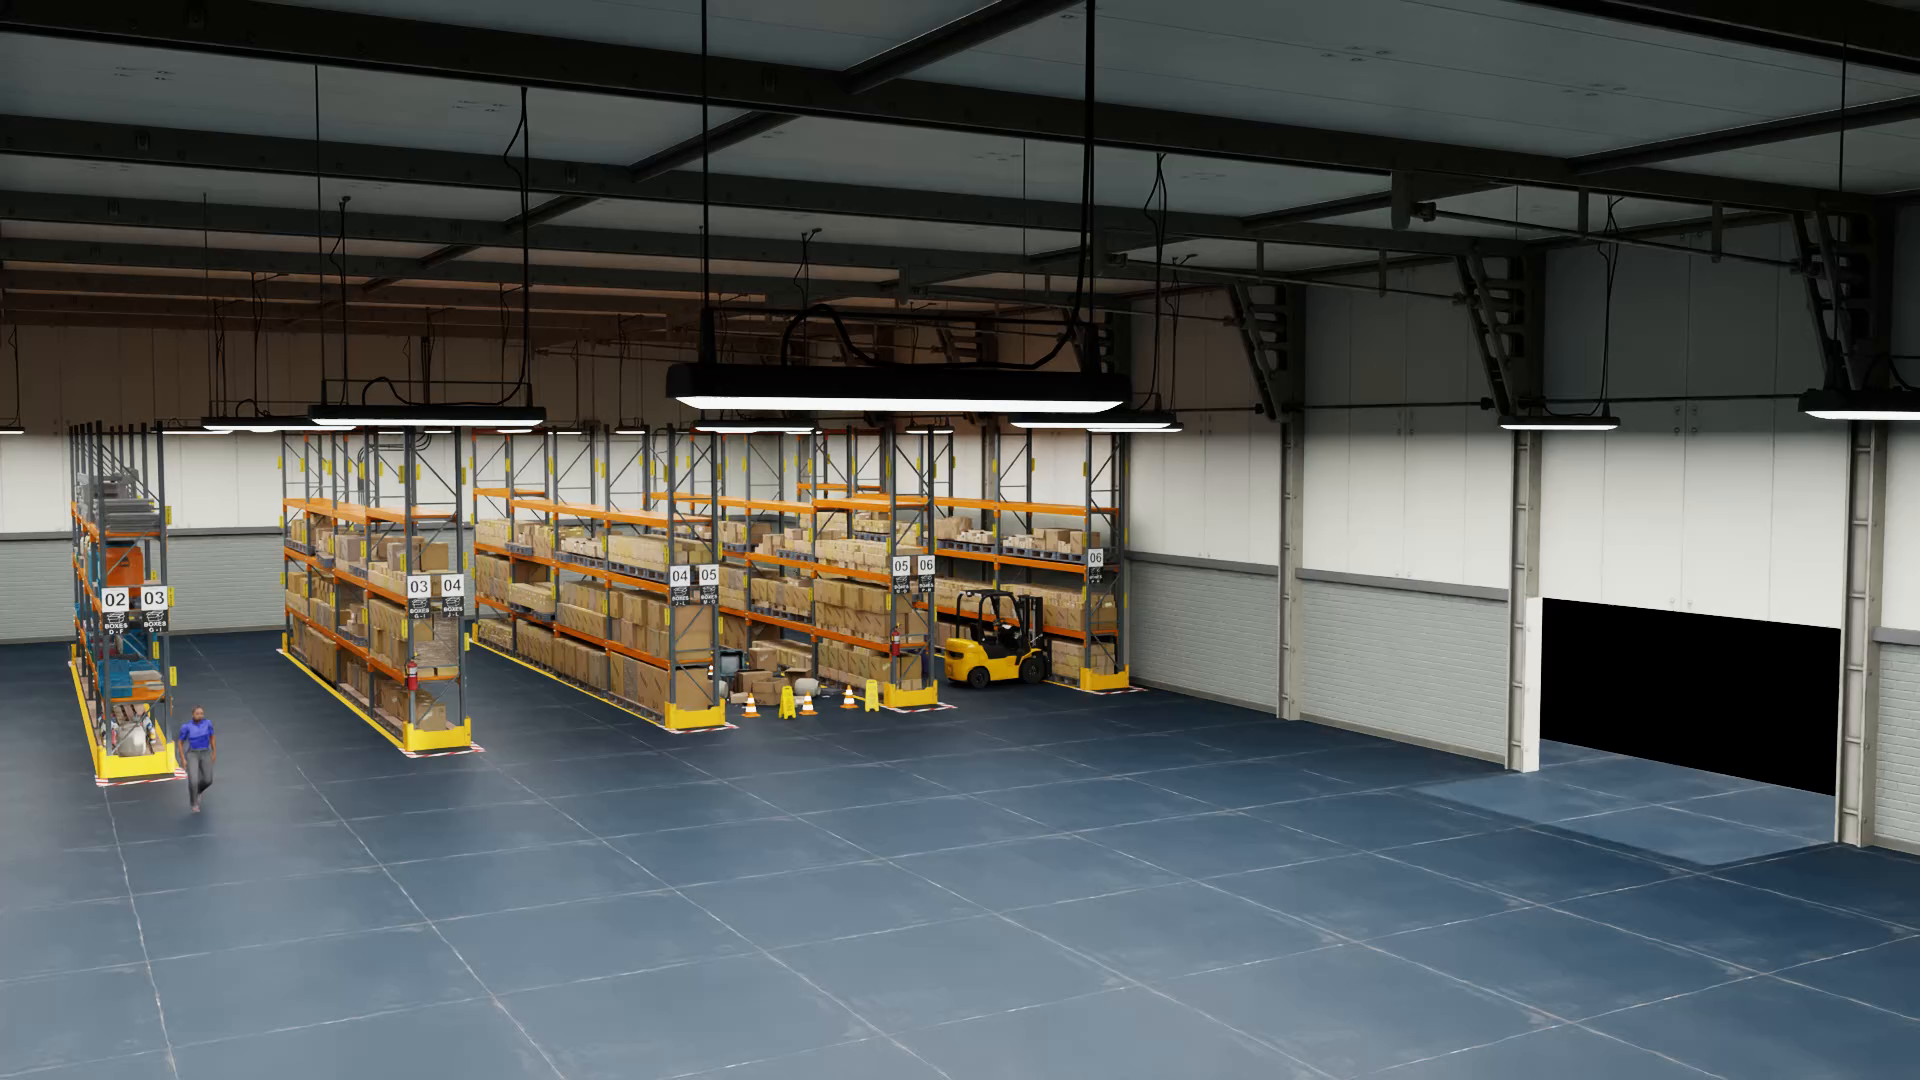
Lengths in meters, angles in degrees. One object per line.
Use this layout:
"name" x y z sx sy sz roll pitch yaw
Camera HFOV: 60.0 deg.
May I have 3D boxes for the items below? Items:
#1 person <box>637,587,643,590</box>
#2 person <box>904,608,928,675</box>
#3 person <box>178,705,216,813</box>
"person" -9.960 1.572 52.738 0.573 1.781 0.660 2 4 25
"person" -1.102 2.437 40.028 0.591 1.623 0.797 -2 4 -34
"person" -11.733 3.336 25.561 0.540 1.640 0.516 -3 5 -40
